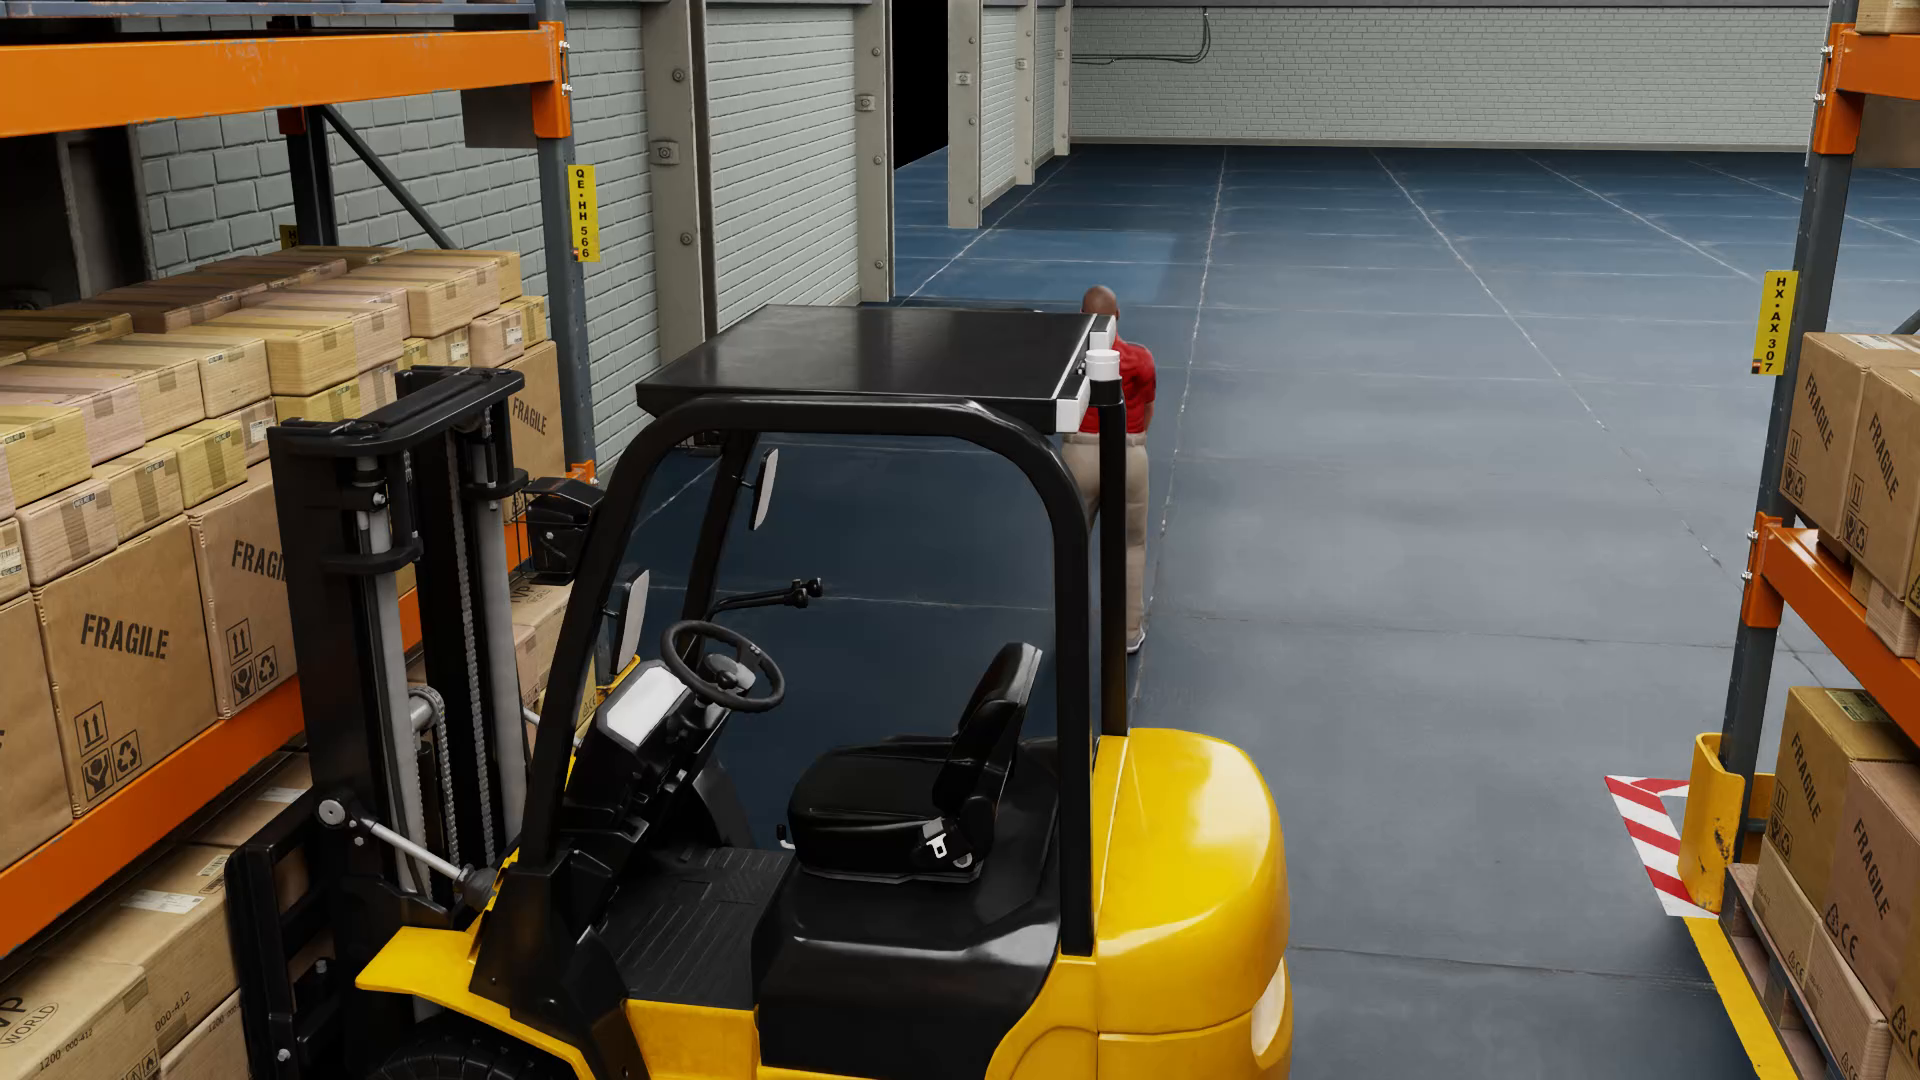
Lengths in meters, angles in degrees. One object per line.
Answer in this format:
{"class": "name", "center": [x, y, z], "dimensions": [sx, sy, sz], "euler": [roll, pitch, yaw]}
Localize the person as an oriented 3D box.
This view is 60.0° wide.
{"class": "person", "center": [0.651, -0.349, 7.689], "dimensions": [0.493, 1.712, 0.531], "euler": [3, 18, 9]}
